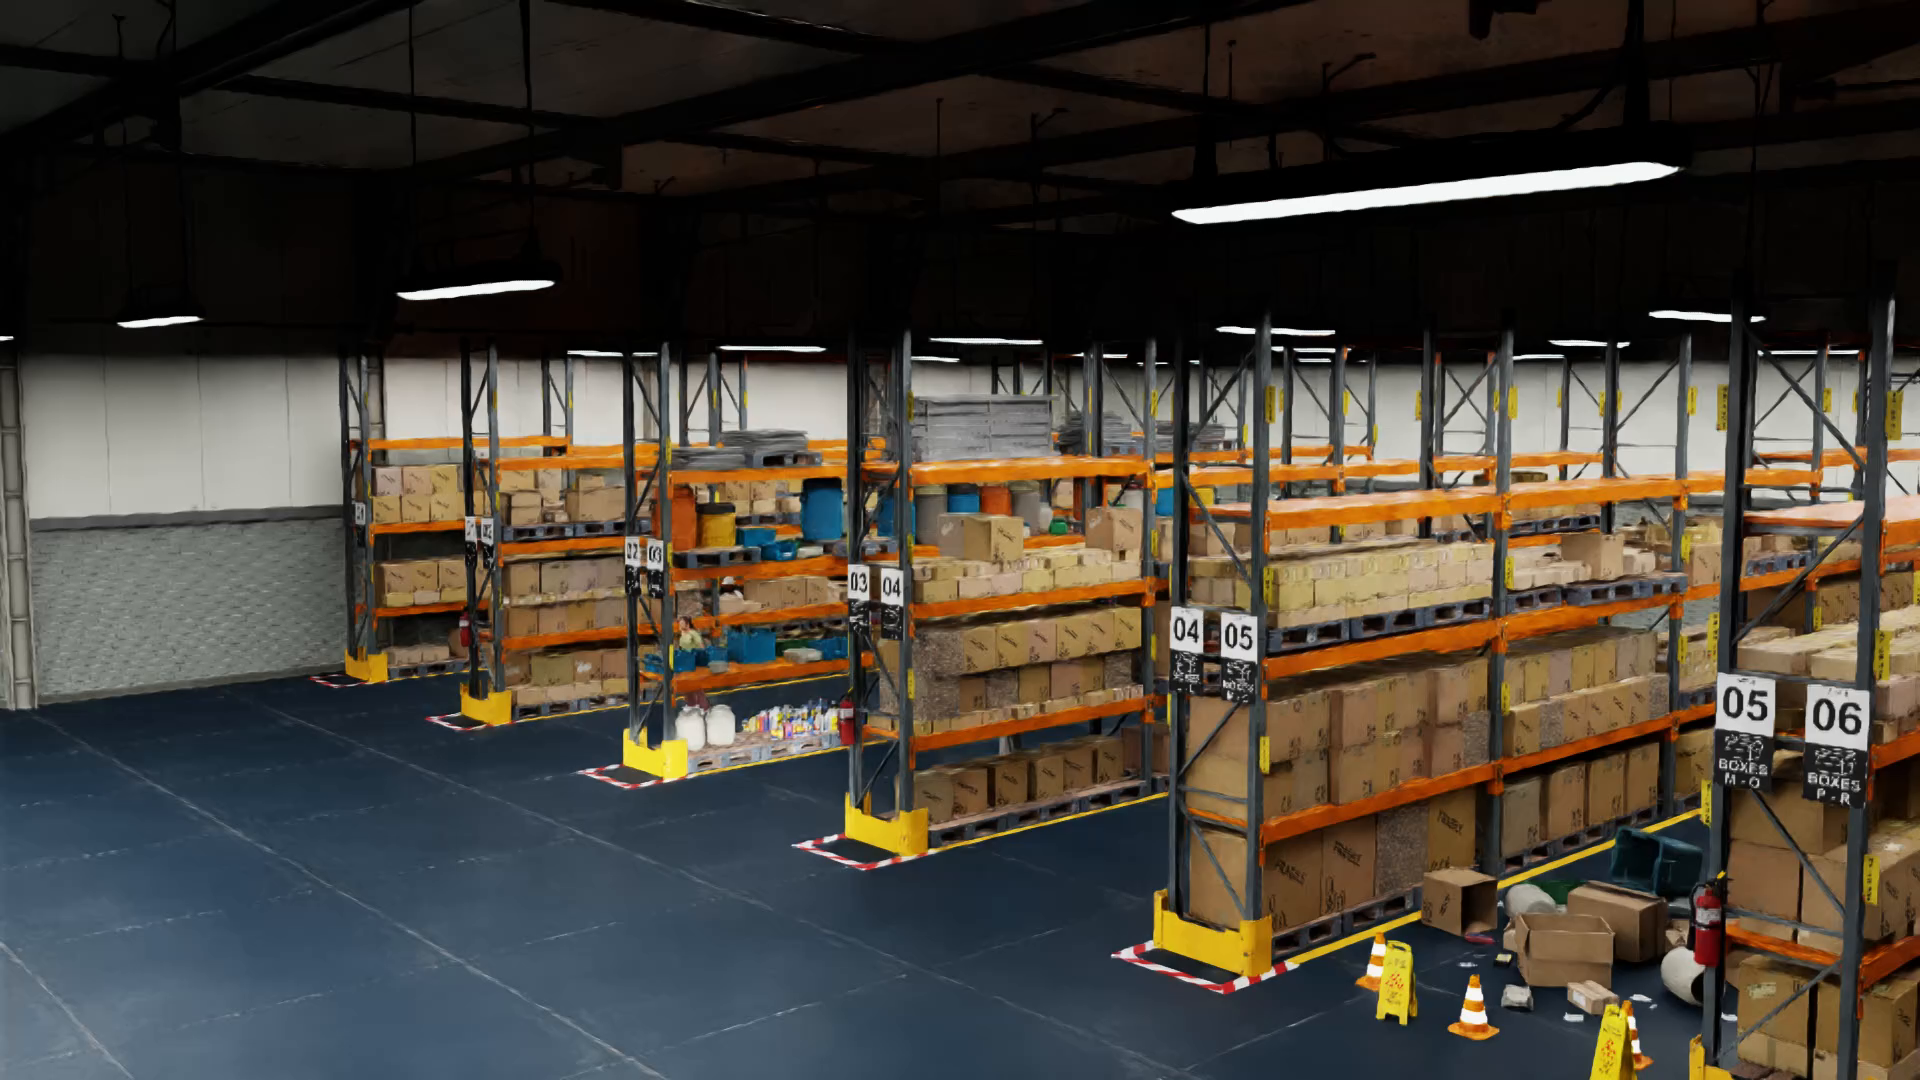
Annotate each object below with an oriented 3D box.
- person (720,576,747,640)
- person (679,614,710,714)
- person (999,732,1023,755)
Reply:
[{"bbox_3d":[-4.279,1.516,31.224,1.128,1.689,0.575,-5,7,-44],"label":"person"},{"bbox_3d":[-4.281,1.966,26.641,0.507,1.591,0.598,-5,7,-43],"label":"person"},{"bbox_3d":[0.653,2.335,22.196,0.566,1.667,0.532,-2,6,-22],"label":"person"}]
